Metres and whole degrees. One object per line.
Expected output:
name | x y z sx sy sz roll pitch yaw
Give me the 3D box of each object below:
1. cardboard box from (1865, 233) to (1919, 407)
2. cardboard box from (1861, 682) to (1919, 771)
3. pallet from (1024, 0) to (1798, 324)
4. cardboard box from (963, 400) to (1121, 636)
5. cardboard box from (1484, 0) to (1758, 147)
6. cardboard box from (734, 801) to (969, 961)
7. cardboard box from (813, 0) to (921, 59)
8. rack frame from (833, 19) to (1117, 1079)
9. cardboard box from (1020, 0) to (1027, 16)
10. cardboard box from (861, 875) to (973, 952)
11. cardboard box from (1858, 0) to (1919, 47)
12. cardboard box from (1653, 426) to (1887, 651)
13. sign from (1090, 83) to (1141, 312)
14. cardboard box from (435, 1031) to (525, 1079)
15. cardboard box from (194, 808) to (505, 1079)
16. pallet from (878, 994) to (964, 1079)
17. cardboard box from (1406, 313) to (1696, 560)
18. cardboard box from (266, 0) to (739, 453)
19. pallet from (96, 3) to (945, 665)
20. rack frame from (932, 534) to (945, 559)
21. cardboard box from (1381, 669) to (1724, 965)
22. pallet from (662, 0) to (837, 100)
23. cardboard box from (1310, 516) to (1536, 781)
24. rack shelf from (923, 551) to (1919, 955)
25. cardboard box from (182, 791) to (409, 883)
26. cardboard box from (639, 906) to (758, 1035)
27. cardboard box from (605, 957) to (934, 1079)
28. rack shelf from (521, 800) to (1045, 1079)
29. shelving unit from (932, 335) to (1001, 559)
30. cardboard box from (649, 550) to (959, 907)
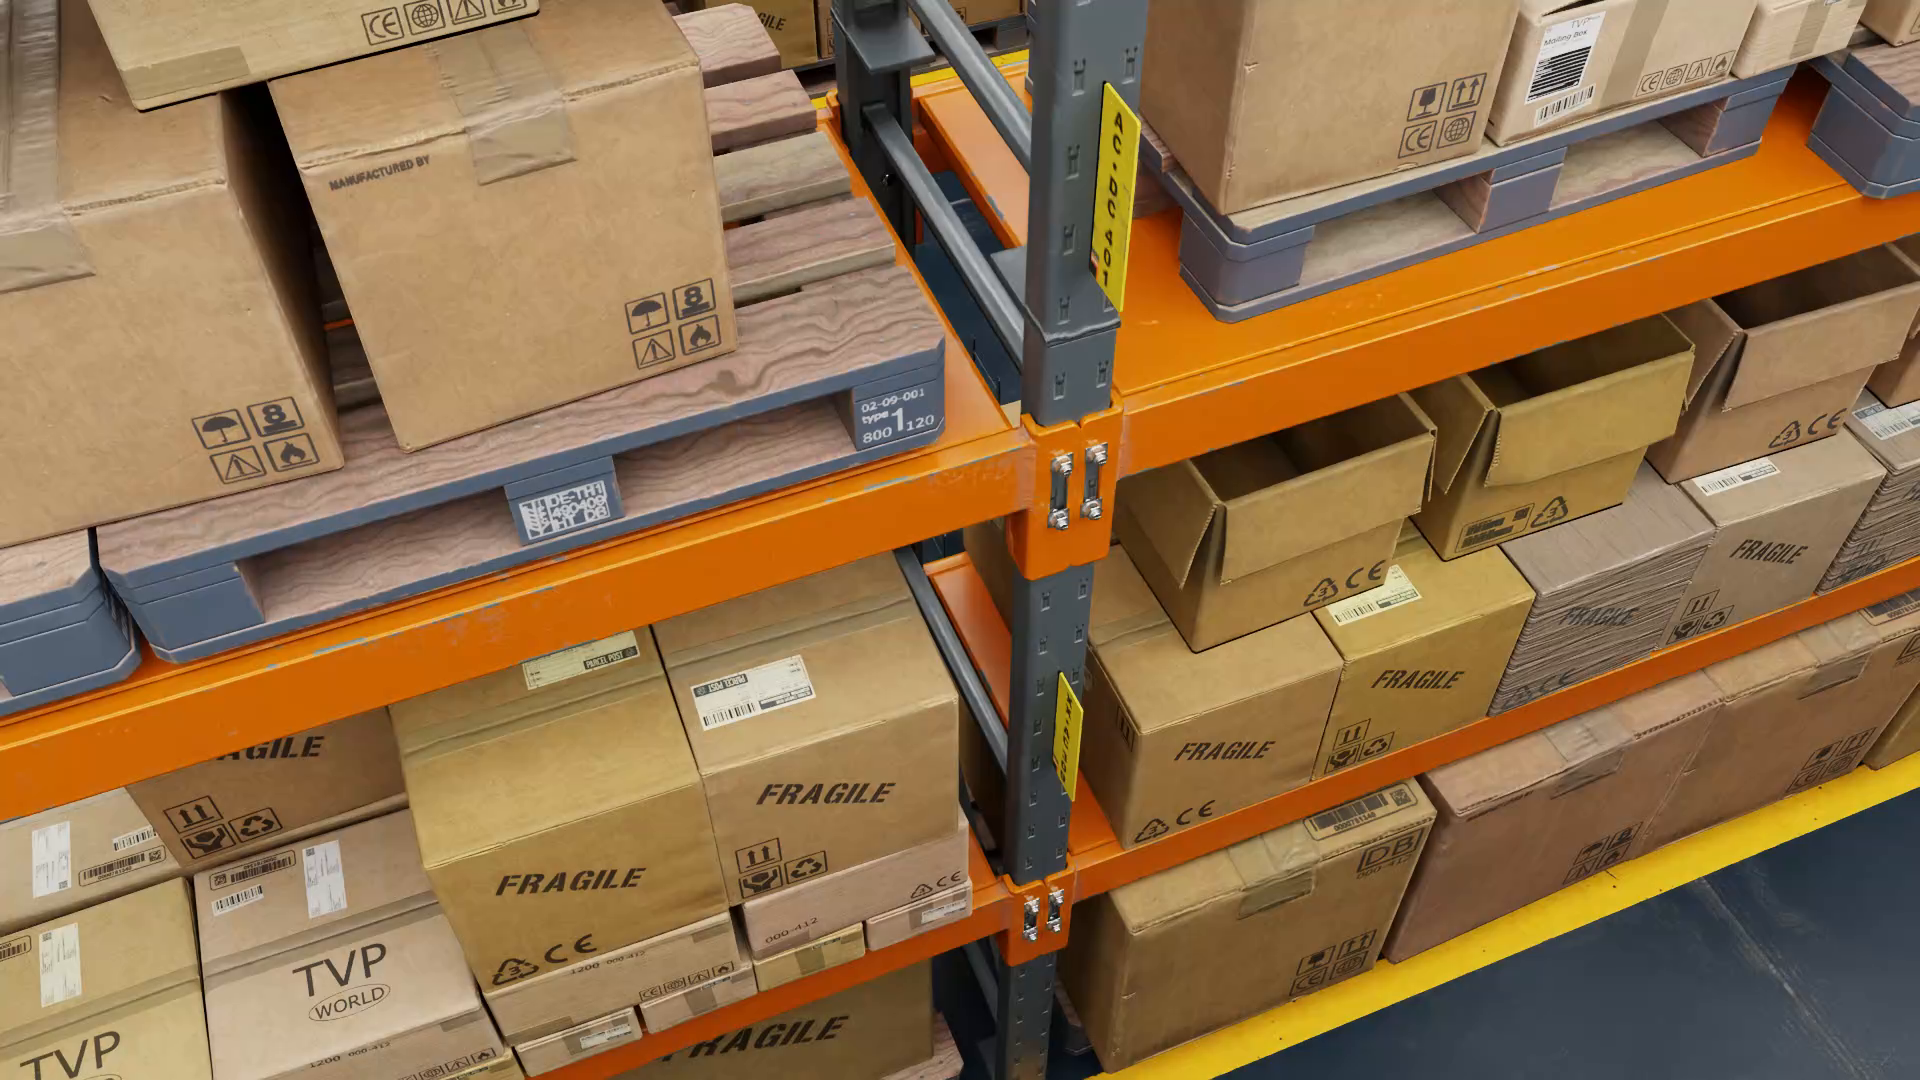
cardboard box | 2.418 -0.809 4.241 0.637 0.503 0.797 -16 51 -13
cardboard box | 3.058 -0.094 5.478 0.875 0.875 1.225 -19 52 -16
pallet | 0.832 -0.898 3.193 1.217 0.209 0.805 -19 52 -16
cardboard box | 0.332 -0.044 4.245 0.500 0.500 0.500 -17 51 -14
cardboard box | 1.052 -1.022 2.955 0.500 0.311 0.500 -19 52 -15
cardboard box | -0.308 0.577 3.680 0.500 0.250 0.500 -18 52 -15
cardboard box | -0.506 -2.699 7.962 0.500 0.500 0.500 -15 51 -13
rack frame | 0.002 0.314 4.003 0.127 3.000 1.000 -17 52 -14
cardboard box | 0.447 -2.986 8.208 0.500 0.500 0.500 -19 52 -16
cardboard box | -0.156 0.714 3.826 0.250 0.149 0.380 -17 51 -14
cardboard box | 1.822 -1.380 3.136 0.637 0.503 0.797 -18 52 -15
cardboard box | 1.927 -0.115 4.305 0.500 0.500 0.500 -16 51 -14
sign | 0.213 -0.468 2.304 0.005 0.325 0.100 -17 52 -14
cardboard box | -1.109 1.009 3.572 0.250 0.149 0.380 -16 51 -14
cardboard box | -1.258 0.874 3.425 0.500 0.250 0.500 -16 51 -14
pallet | -0.732 1.386 4.921 1.213 0.211 1.003 -17 52 -14
cardboard box | 1.230 -0.423 3.909 0.637 0.503 0.797 -17 51 -14
cardboard box | -0.700 -0.598 2.401 0.500 0.500 0.700 -20 52 -16
pallet | -0.759 -0.407 2.703 1.213 0.211 1.003 -17 52 -14
rack frame | -0.102 -0.262 5.882 0.006 0.900 0.240 -17 52 -14
cardboard box | 1.414 0.415 5.040 0.875 0.875 1.225 -19 52 -15
pallet | -1.060 -2.514 8.270 1.213 0.211 1.003 -17 52 -14
cardboard box | 0.987 0.180 4.052 0.500 0.500 0.500 -17 51 -14
rack shelf | 1.854 -0.025 4.768 4.000 0.370 1.077 -17 52 -14
cardboard box | -1.472 0.509 3.739 0.500 0.250 0.500 -16 51 -13
cardboard box | -0.632 0.861 3.699 0.250 0.149 0.380 -18 52 -15
cardboard box | -0.639 1.003 4.535 0.875 0.875 0.875 -17 52 -14
rack shelf | -1.850 1.122 3.783 4.000 0.370 1.077 -17 52 -14
shelving unit | -0.008 -0.291 5.907 0.210 0.900 0.258 -17 52 -14
cardboard box | -0.322 0.342 3.388 0.500 0.500 0.500 -16 51 -13
